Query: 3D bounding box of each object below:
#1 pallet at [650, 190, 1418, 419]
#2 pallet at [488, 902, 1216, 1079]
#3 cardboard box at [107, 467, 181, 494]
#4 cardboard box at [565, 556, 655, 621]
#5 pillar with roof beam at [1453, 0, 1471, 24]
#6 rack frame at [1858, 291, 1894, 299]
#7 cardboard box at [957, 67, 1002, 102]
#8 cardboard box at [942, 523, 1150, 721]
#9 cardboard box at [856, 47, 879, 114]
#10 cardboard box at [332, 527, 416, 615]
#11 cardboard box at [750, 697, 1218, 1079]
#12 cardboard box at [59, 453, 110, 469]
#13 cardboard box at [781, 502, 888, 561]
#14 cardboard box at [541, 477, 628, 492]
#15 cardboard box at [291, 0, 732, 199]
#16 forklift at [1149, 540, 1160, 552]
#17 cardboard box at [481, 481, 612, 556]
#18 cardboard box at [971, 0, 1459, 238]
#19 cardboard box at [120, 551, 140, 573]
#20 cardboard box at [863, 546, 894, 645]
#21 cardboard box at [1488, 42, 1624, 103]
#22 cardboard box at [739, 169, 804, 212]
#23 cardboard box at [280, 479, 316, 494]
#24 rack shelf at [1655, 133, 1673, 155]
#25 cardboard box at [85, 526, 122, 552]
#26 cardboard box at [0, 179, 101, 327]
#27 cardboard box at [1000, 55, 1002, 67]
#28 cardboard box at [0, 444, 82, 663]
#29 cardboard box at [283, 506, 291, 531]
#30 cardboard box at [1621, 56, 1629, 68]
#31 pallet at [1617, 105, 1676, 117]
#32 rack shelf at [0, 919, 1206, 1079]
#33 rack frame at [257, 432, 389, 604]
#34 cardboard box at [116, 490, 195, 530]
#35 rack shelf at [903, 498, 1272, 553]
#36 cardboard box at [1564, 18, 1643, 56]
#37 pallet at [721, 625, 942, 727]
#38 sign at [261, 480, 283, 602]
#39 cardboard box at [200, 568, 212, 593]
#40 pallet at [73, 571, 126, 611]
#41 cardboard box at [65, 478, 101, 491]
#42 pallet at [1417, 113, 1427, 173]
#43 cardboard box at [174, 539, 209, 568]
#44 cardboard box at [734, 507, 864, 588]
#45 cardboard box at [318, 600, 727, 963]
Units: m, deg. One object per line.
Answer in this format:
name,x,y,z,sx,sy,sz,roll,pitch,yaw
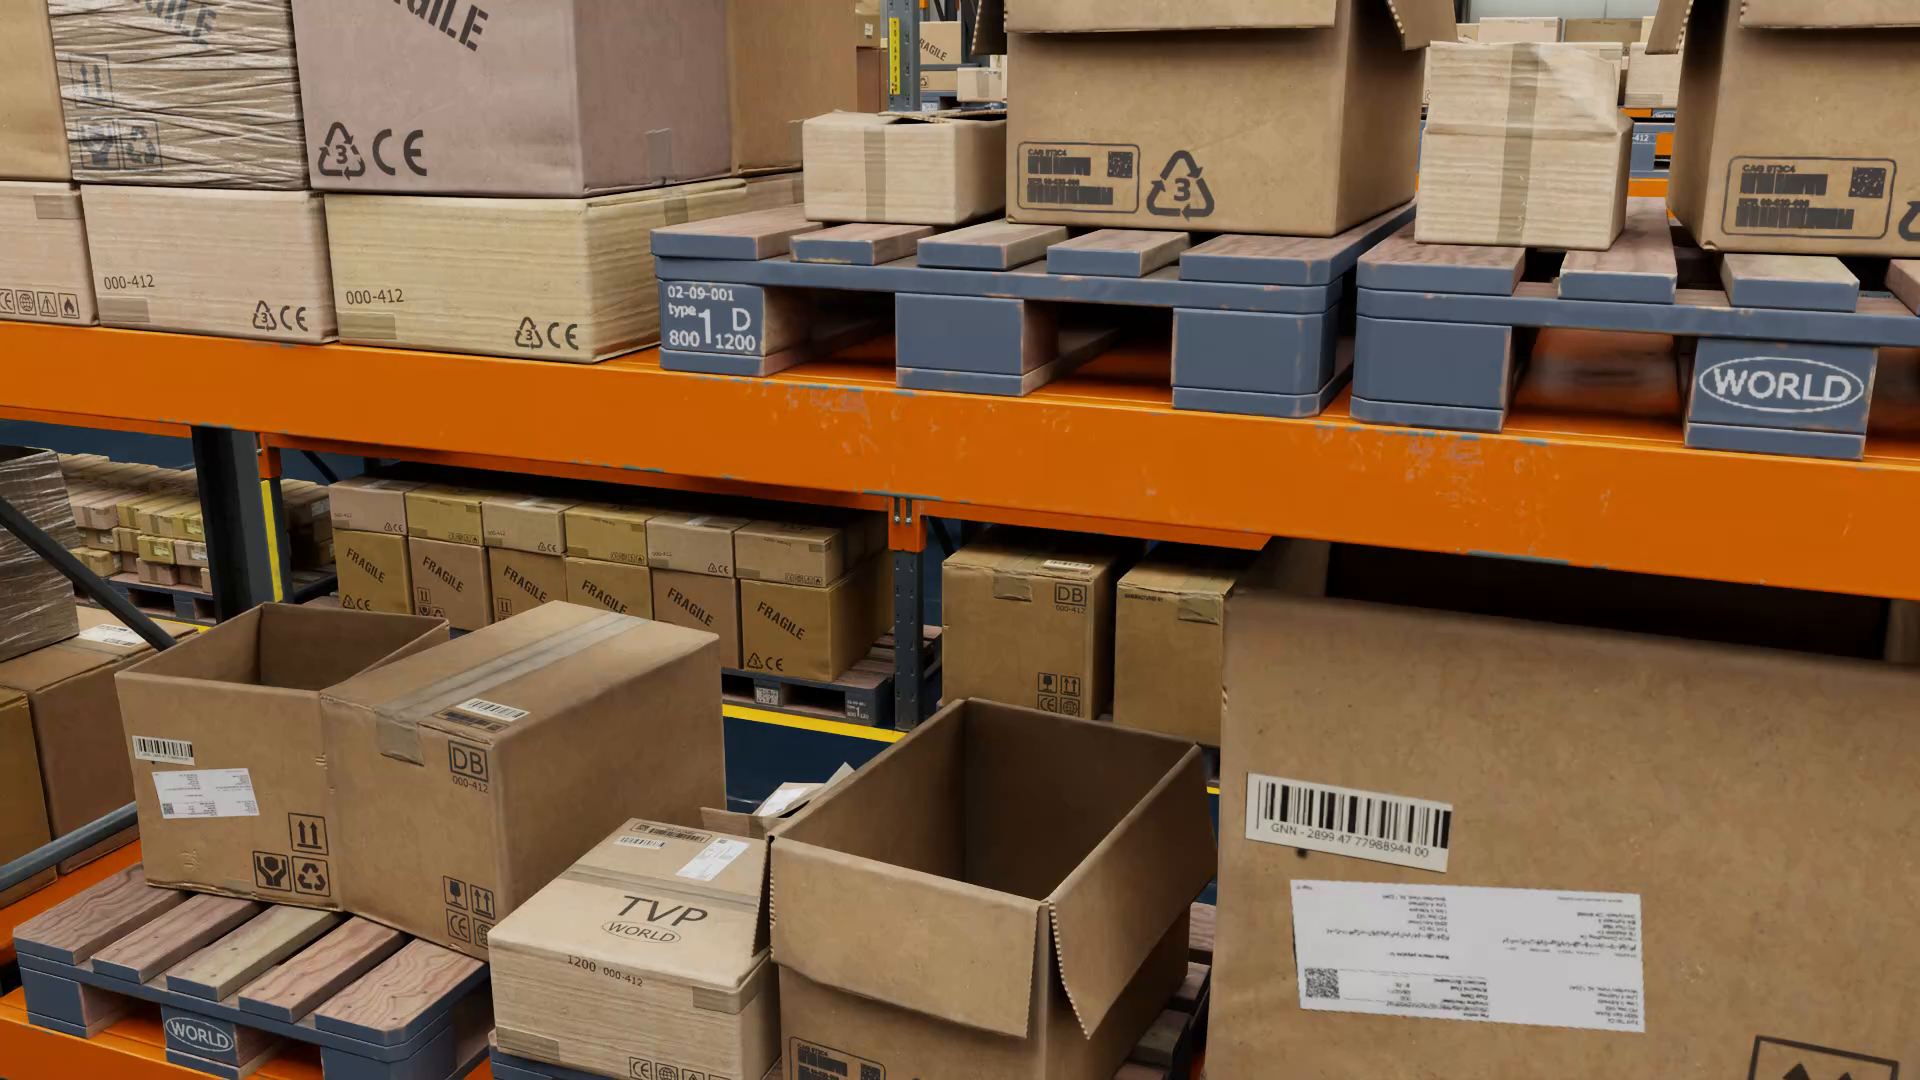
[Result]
pallet,0.218,-0.464,2.847,1.003,0.211,1.213,6,17,21
pallet,-0.145,0.958,3.339,1.213,0.211,1.003,6,17,21
cardboard box,-5.282,-0.350,10.792,0.250,0.149,0.380,6,17,18
cardboard box,-1.775,0.293,9.015,0.500,0.500,0.500,5,17,18
pillar with roof beam,3.416,-5.049,12.926,0.400,9.000,9.100,6,17,21
rack frame,3.634,-0.193,6.959,0.127,3.000,1.000,6,17,21
cardboard box,0.164,-2.096,7.652,0.250,0.149,0.380,6,17,18
cardboard box,0.446,0.362,8.329,0.750,0.750,1.050,6,17,20
cardboard box,-0.712,-2.084,7.911,0.500,0.500,0.500,6,17,21
cardboard box,-3.218,0.131,9.571,0.500,0.500,0.500,7,18,23
cardboard box,0.073,0.678,3.019,0.637,0.503,0.797,8,18,26
cardboard box,-5.956,-0.461,11.173,0.250,0.149,0.380,7,18,23
cardboard box,-0.640,-0.097,9.013,0.500,0.250,0.500,5,17,18
cardboard box,-2.053,-0.256,9.560,0.500,0.250,0.500,5,17,18
cardboard box,-0.718,-0.838,2.723,0.500,0.500,0.500,6,17,19
forklift,2.469,-0.856,9.365,3.031,2.935,1.130,12,20,36
cardboard box,-2.249,-0.122,9.098,0.500,0.250,0.500,7,18,23
cardboard box,0.442,-0.779,2.658,0.637,0.503,0.797,7,18,23
cardboard box,-4.979,0.087,10.354,0.250,0.149,0.380,6,17,19
cardboard box,-0.652,0.258,9.136,0.500,0.500,0.500,6,17,18
cardboard box,2.404,-1.881,6.728,0.500,0.250,0.500,6,17,20
cardboard box,-0.537,-0.611,3.285,0.500,0.250,0.500,7,18,22
cardboard box,-4.287,-0.262,10.491,0.250,0.149,0.380,7,18,23
rack shelf,3.495,-2.787,11.804,4.000,0.370,1.077,6,17,21
cardboard box,-5.172,-0.056,10.314,0.250,0.149,0.380,7,17,22
cardboard box,-1.658,-0.581,3.183,0.500,0.250,0.500,7,17,22
cardboard box,0.644,-3.639,12.515,0.500,0.500,0.700,5,17,18
cardboard box,-2.676,0.065,4.092,0.637,0.503,0.797,7,18,23
cardboard box,-4.235,-0.099,9.927,0.250,0.149,0.380,7,18,22
cardboard box,4.290,-3.133,11.220,0.500,0.250,0.500,7,17,21
pallet,4.821,-2.929,11.338,1.003,0.211,1.213,6,17,21
rack shelf,-0.141,1.224,3.369,4.000,0.370,1.077,6,17,21
rack frame,-3.809,-1.012,9.778,0.127,3.000,1.000,6,17,21
cardboard box,-4.934,-0.185,10.224,0.250,0.149,0.380,7,18,22
rack shelf,1.773,-0.052,7.764,4.000,0.370,1.077,6,17,21
cardboard box,4.492,-3.510,11.622,0.500,0.250,0.500,6,17,19
pallet,-0.814,0.656,9.034,1.213,0.211,1.003,6,17,21
sign,-1.811,0.014,4.311,0.005,0.325,0.100,6,17,21
cardboard box,-4.298,0.204,9.951,0.250,0.149,0.380,7,17,21
pallet,-5.585,0.144,10.800,1.213,0.211,1.003,6,17,21
cardboard box,-5.666,-0.267,10.506,0.250,0.149,0.380,6,17,21
pallet,1.572,-1.787,7.406,1.213,0.211,1.003,7,18,23
cardboard box,-4.474,0.039,9.987,0.250,0.149,0.380,5,17,18
cardboard box,-0.820,0.034,8.561,0.500,0.250,0.500,6,17,19
cardboard box,-0.928,0.500,3.639,0.500,0.500,0.700,9,19,29
